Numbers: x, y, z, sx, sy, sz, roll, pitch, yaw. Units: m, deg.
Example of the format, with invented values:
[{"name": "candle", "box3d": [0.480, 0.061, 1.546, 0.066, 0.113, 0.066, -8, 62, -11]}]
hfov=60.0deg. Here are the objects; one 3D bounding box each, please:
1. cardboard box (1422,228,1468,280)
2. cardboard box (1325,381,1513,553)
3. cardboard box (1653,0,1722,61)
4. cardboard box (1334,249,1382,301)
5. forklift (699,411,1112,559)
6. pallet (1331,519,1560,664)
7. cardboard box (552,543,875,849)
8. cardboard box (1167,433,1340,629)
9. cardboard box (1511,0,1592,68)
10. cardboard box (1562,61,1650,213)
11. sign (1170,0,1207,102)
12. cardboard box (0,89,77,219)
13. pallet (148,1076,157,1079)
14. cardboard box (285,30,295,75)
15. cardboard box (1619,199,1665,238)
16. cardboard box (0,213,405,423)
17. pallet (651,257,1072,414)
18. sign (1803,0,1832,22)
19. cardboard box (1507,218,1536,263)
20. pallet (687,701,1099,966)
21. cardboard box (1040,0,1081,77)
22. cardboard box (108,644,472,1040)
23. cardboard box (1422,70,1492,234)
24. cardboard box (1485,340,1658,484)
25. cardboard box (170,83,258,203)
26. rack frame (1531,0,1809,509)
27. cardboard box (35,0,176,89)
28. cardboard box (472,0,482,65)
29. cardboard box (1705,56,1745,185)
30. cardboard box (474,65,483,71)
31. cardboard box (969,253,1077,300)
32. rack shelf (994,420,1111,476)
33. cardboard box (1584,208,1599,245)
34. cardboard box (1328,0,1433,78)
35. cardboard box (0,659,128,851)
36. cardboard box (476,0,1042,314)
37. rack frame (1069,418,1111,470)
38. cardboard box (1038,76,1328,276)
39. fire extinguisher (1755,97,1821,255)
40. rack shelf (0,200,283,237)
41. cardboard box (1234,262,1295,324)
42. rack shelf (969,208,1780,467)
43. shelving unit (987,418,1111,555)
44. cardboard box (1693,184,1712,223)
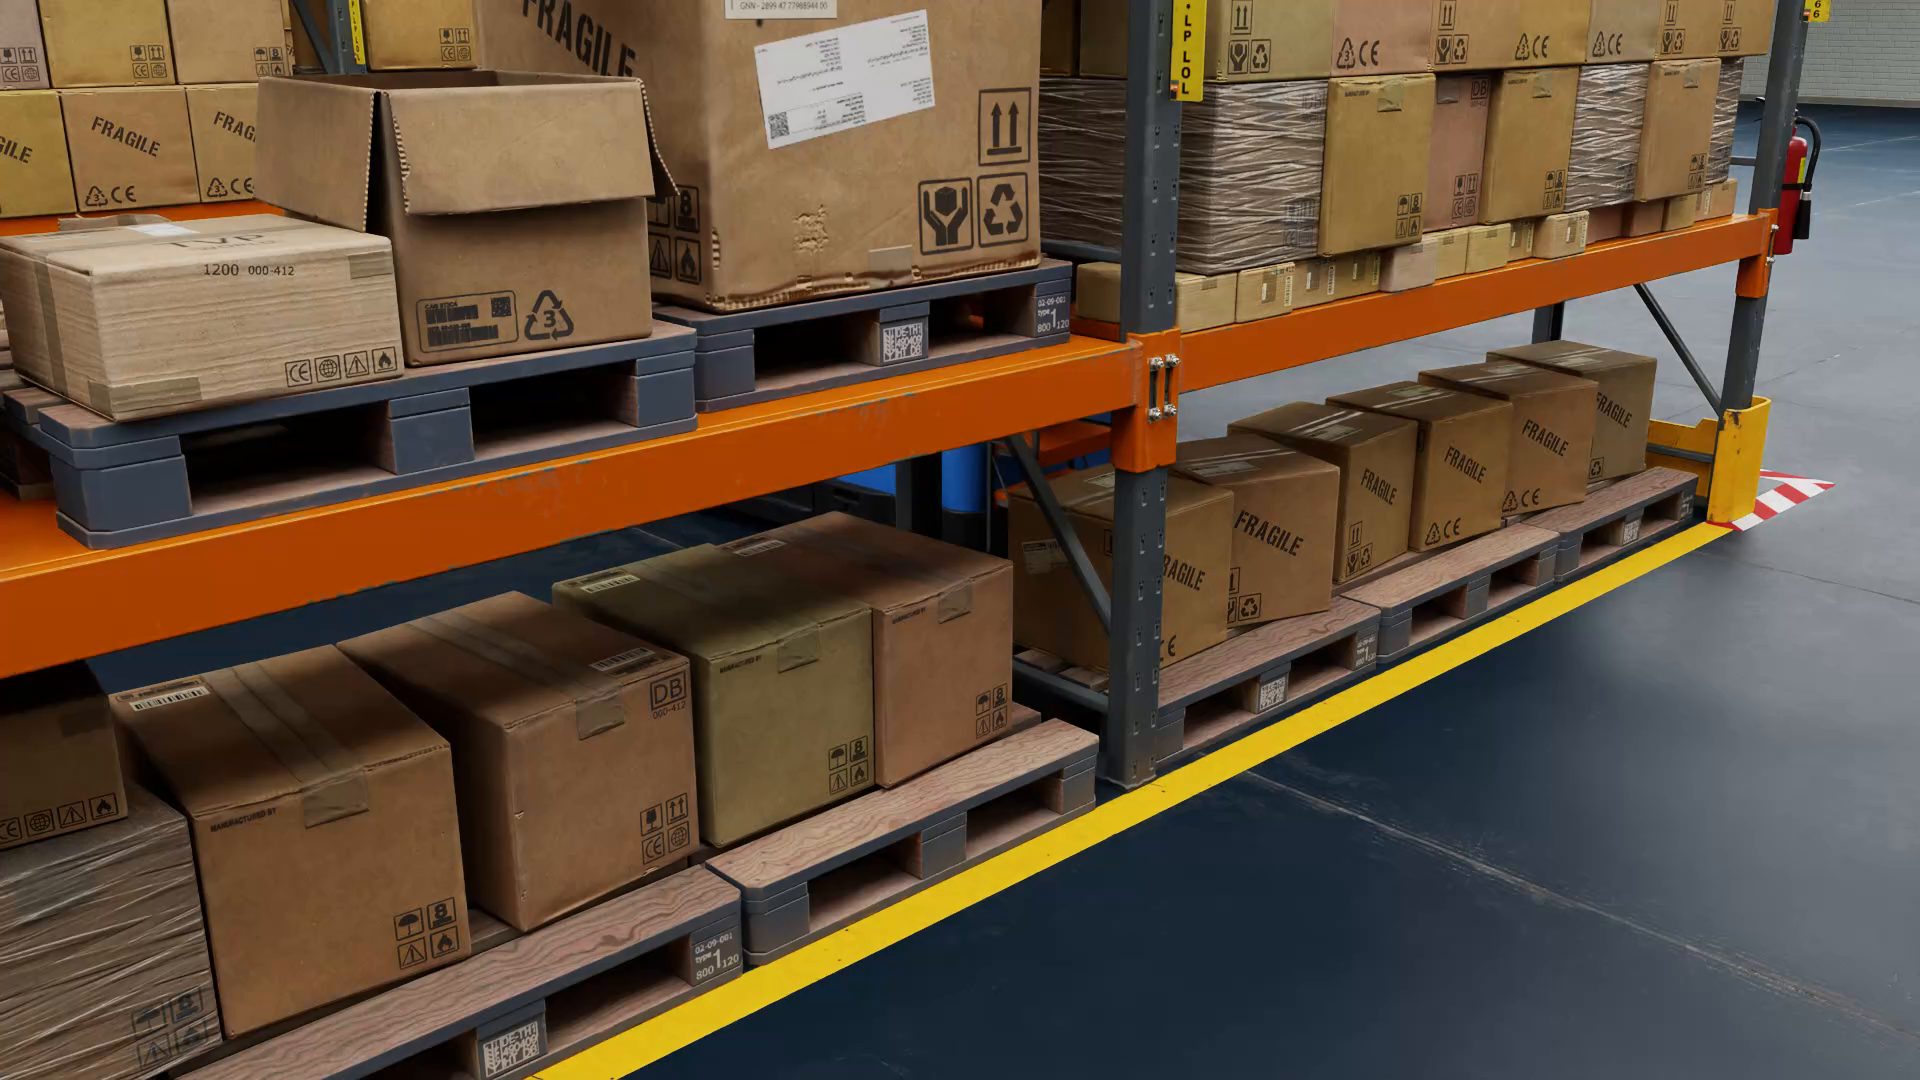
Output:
[{"name": "cardboard box", "box3d": [1.436, -0.957, 5.479, 0.250, 0.149, 0.380, -16, 24, -41]}, {"name": "cardboard box", "box3d": [1.744, -0.295, 6.402, 0.500, 0.500, 0.500, -14, 22, -36]}, {"name": "cardboard box", "box3d": [2.499, -2.061, 6.211, 0.500, 0.500, 0.500, -16, 24, -41]}, {"name": "cardboard box", "box3d": [1.073, -0.851, 5.152, 0.250, 0.149, 0.380, -16, 24, -41]}, {"name": "forklift", "box3d": [-0.724, -1.619, 7.225, 3.031, 2.935, 1.130, 16, 24, 40]}, {"name": "pallet", "box3d": [1.532, 0.089, 6.369, 1.213, 0.211, 1.003, -16, 24, -41]}, {"name": "cardboard box", "box3d": [-0.639, 0.374, 4.306, 0.500, 0.500, 0.700, -16, 24, -41]}, {"name": "cardboard box", "box3d": [0.911, -0.037, 5.608, 0.500, 0.500, 0.500, -8, 20, -24]}, {"name": "cardboard box", "box3d": [1.765, -1.851, 5.565, 0.500, 0.500, 0.500, -16, 24, -41]}, {"name": "cardboard box", "box3d": [1.996, -1.525, 6.180, 0.500, 0.500, 0.875, -16, 24, -41]}, {"name": "sign", "box3d": [0.566, -1.255, 4.114, 0.005, 0.325, 0.100, -16, 24, -41]}, {"name": "cardboard box", "box3d": [-4.082, -1.623, 6.966, 0.500, 0.500, 0.500, -16, 24, -40]}, {"name": "pallet", "box3d": [-2.156, 1.181, 2.999, 1.213, 0.211, 1.003, -16, 24, -41]}, {"name": "cardboard box", "box3d": [-5.040, -3.595, 12.564, 0.500, 0.500, 0.500, -16, 24, -40]}, {"name": "cardboard box", "box3d": [2.502, -1.282, 6.483, 0.250, 0.149, 0.380, -16, 24, -41]}, {"name": "cardboard box", "box3d": [-1.349, -0.412, 2.954, 0.500, 0.250, 0.500, 17, 25, 42]}, {"name": "pallet", "box3d": [-0.473, -0.607, 4.304, 1.213, 0.211, 1.003, -16, 24, -41]}, {"name": "sign", "box3d": [3.455, -2.248, 6.664, 0.005, 0.325, 0.100, -16, 24, -41]}, {"name": "cardboard box", "box3d": [1.776, -1.070, 5.829, 0.250, 0.149, 0.380, -16, 24, -41]}, {"name": "pallet", "box3d": [-0.383, 0.664, 4.594, 1.213, 0.211, 1.003, -16, 24, -41]}, {"name": "cardboard box", "box3d": [0.320, -1.649, 4.943, 0.500, 0.500, 0.500, -16, 24, -41]}, {"name": "cardboard box", "box3d": [-1.450, 0.611, 3.576, 0.500, 0.500, 0.700, -14, 23, -36]}, {"name": "cardboard box", "box3d": [1.233, -1.325, 5.563, 0.500, 0.500, 0.875, -16, 24, -41]}, {"name": "cardboard box", "box3d": [2.623, -0.557, 7.212, 0.500, 0.500, 0.500, -11, 21, -31]}, {"name": "cardboard box", "box3d": [-3.348, -1.838, 7.627, 0.500, 0.500, 0.500, -16, 24, -41]}, {"name": "rack frame", "box3d": [3.088, -1.675, 7.288, 0.127, 3.000, 1.000, -16, 24, -41]}, {"name": "cardboard box", "box3d": [-3.882, -2.268, 7.332, 0.500, 0.500, 0.700, -17, 24, -42]}, {"name": "cardboard box", "box3d": [-2.541, -2.759, 8.636, 0.550, 0.550, 0.875, -16, 24, -41]}, {"name": "cardboard box", "box3d": [2.670, -1.754, 6.886, 0.500, 0.500, 0.875, -16, 24, -41]}, {"name": "cardboard box", "box3d": [-2.508, -2.234, 8.769, 0.550, 0.550, 0.875, -16, 24, -41]}, {"name": "cardboard box", "box3d": [0.136, -0.820, 5.056, 0.250, 0.149, 0.380, -16, 24, -41]}, {"name": "rack shelf", "box3d": [0.359, -0.336, 6.293, 0.258, 0.148, 0.480, 16, 24, 40]}, {"name": "cardboard box", "box3d": [2.126, -1.180, 6.169, 0.250, 0.149, 0.380, -16, 24, -41]}, {"name": "cardboard box", "box3d": [1.046, -1.637, 4.904, 0.500, 0.500, 0.500, -16, 24, -41]}, {"name": "cardboard box", "box3d": [-1.880, 0.380, 3.074, 0.500, 0.250, 0.500, -13, 22, -35]}, {"name": "cardboard box", "box3d": [-0.492, -1.176, 4.094, 1.000, 1.000, 1.000, -16, 24, -40]}, {"name": "rack frame", "box3d": [0.523, -0.456, 6.444, 0.240, 1.200, 0.015, 16, 24, 40]}, {"name": "cardboard box", "box3d": [0.551, -1.098, 4.864, 0.500, 0.500, 0.875, -16, 24, -41]}, {"name": "fire extinguisher", "box3d": [3.488, -1.559, 7.056, 0.183, 0.674, 0.296, -16, 24, -41]}, {"name": "rack shelf", "box3d": [-4.606, -1.195, 6.972, 4.000, 0.370, 1.077, -16, 24, -41]}, {"name": "cardboard box", "box3d": [0.735, -0.736, 4.799, 0.250, 0.149, 0.380, -16, 24, -41]}, {"name": "rack shelf", "box3d": [1.635, -0.909, 6.092, 4.000, 0.370, 1.077, -16, 24, -41]}, {"name": "shelving unit", "box3d": [0.359, -0.400, 6.273, 0.258, 1.200, 0.503, 16, 24, 40]}, {"name": "cardboard box", "box3d": [2.841, -1.396, 6.835, 0.250, 0.149, 0.380, -16, 24, -41]}]
